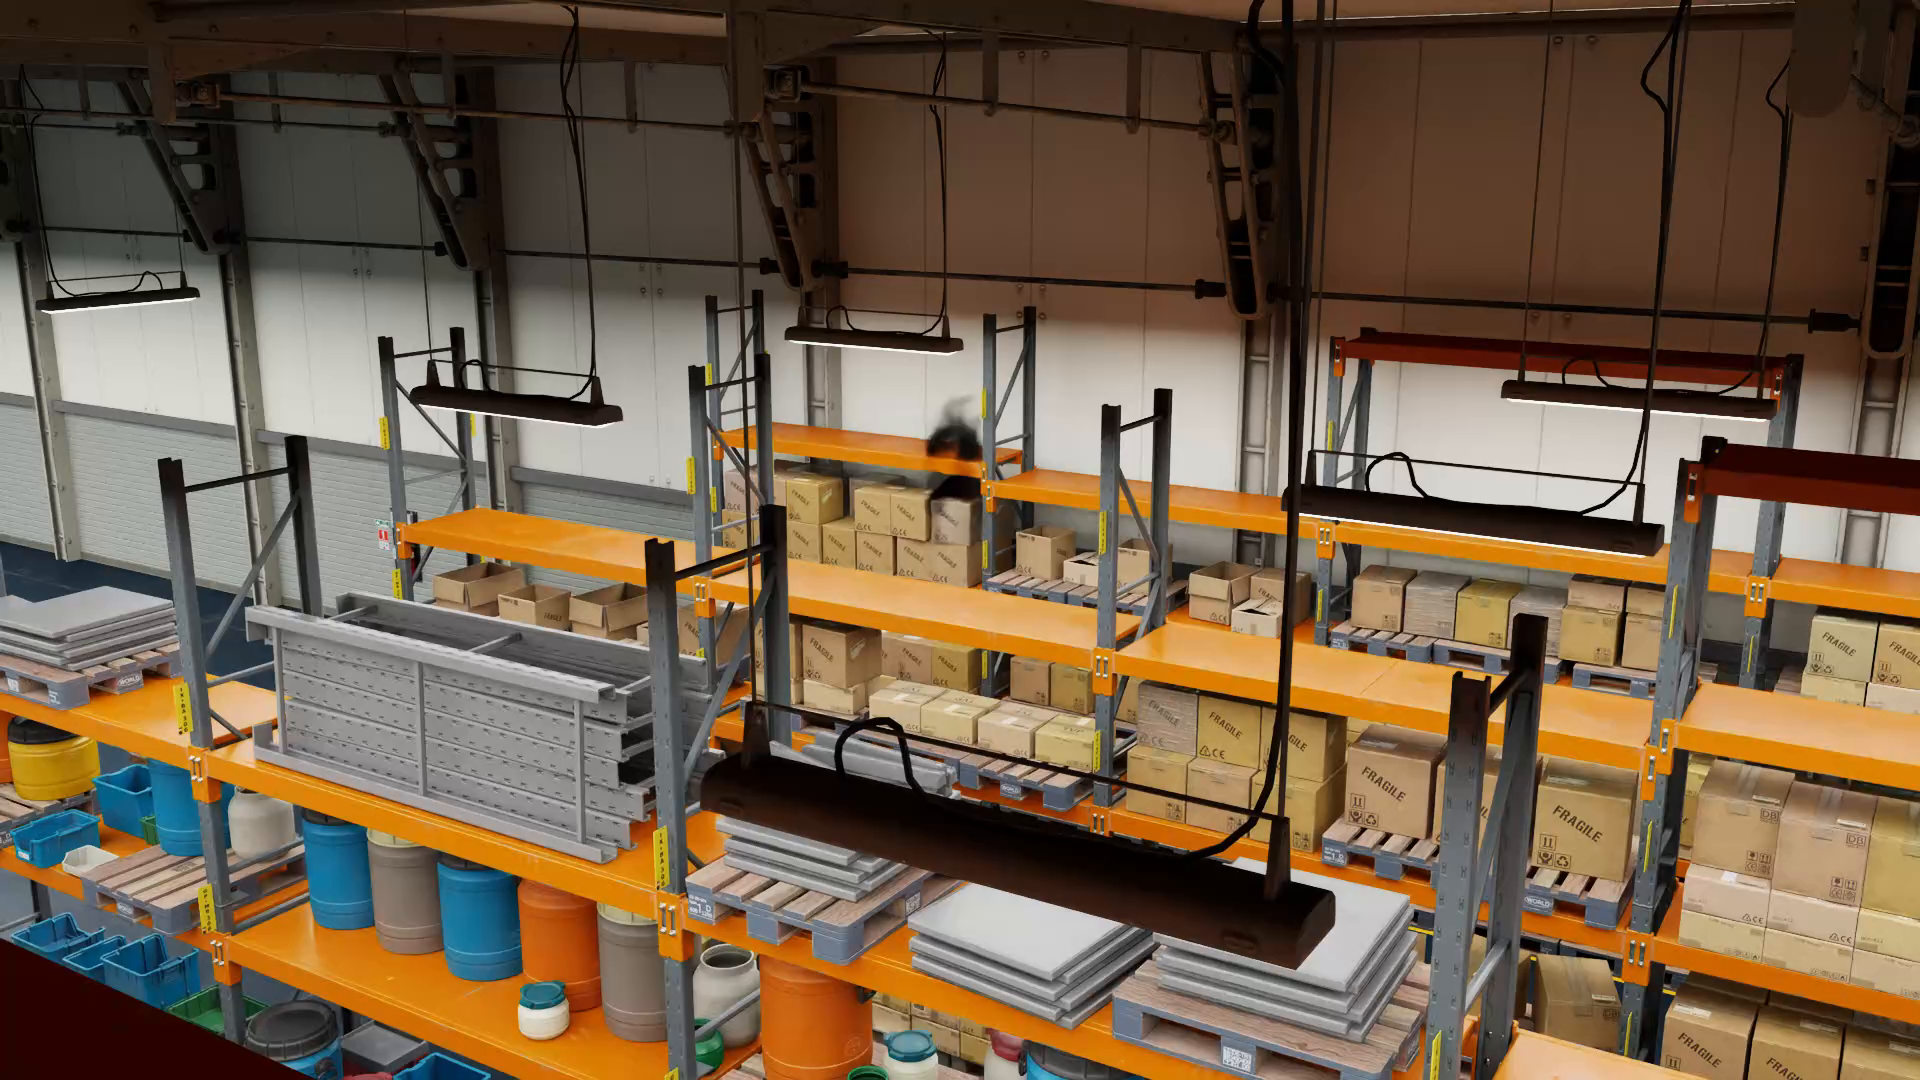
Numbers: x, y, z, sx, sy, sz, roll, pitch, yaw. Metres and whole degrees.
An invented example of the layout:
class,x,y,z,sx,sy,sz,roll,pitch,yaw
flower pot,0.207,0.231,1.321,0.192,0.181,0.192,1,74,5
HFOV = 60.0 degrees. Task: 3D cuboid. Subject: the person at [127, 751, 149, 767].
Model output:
class,x,y,z,sx,sy,sz,roll,pitch,yaw
person,-8.488,2.980,17.552,0.837,1.779,0.673,-7,15,-26
